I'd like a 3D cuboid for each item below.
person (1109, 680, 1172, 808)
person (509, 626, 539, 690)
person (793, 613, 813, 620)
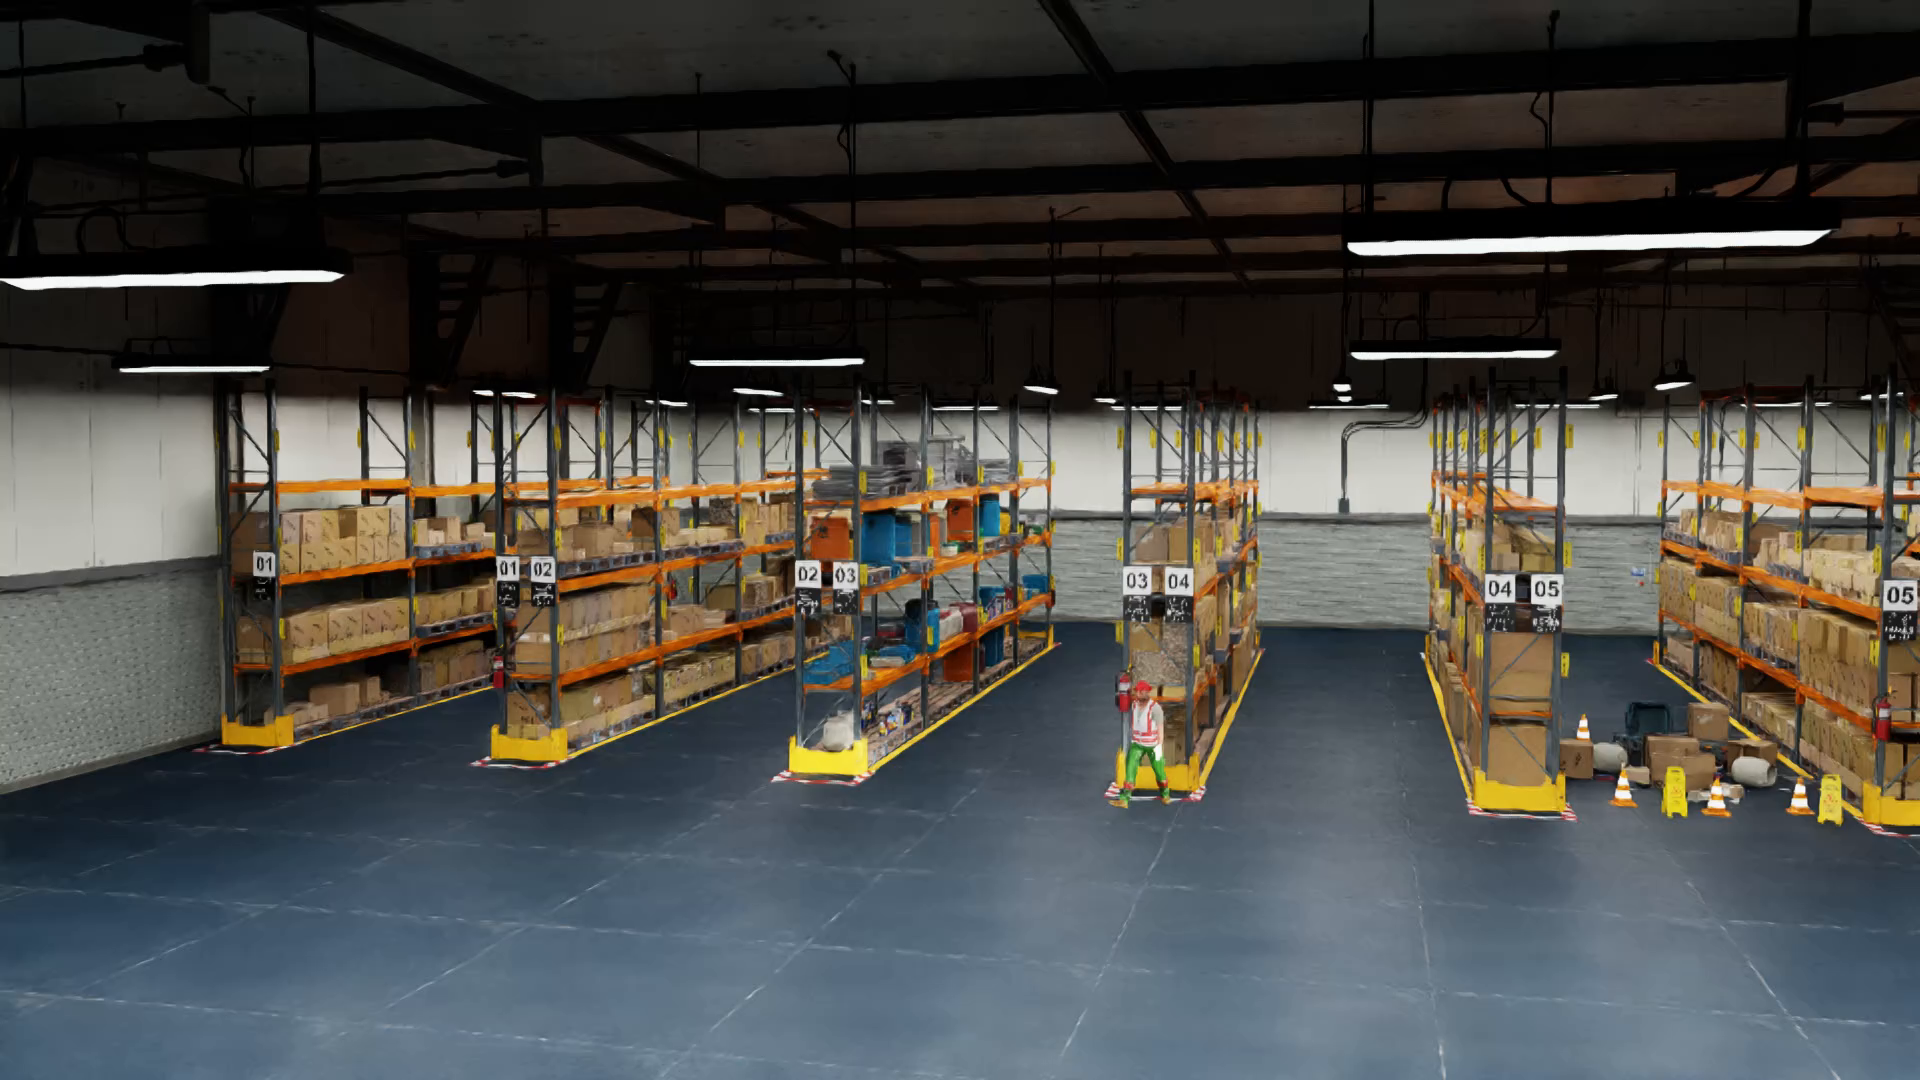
[{"bbox_3d":[2.498,2.771,22.621,0.593,1.743,0.943,3,5,41],"label":"person"},{"bbox_3d":[-8.244,2.242,31.657,0.729,1.733,0.546,1,4,13],"label":"person"},{"bbox_3d":[-4.129,1.515,43.614,0.564,1.704,1.112,1,4,12],"label":"person"}]
